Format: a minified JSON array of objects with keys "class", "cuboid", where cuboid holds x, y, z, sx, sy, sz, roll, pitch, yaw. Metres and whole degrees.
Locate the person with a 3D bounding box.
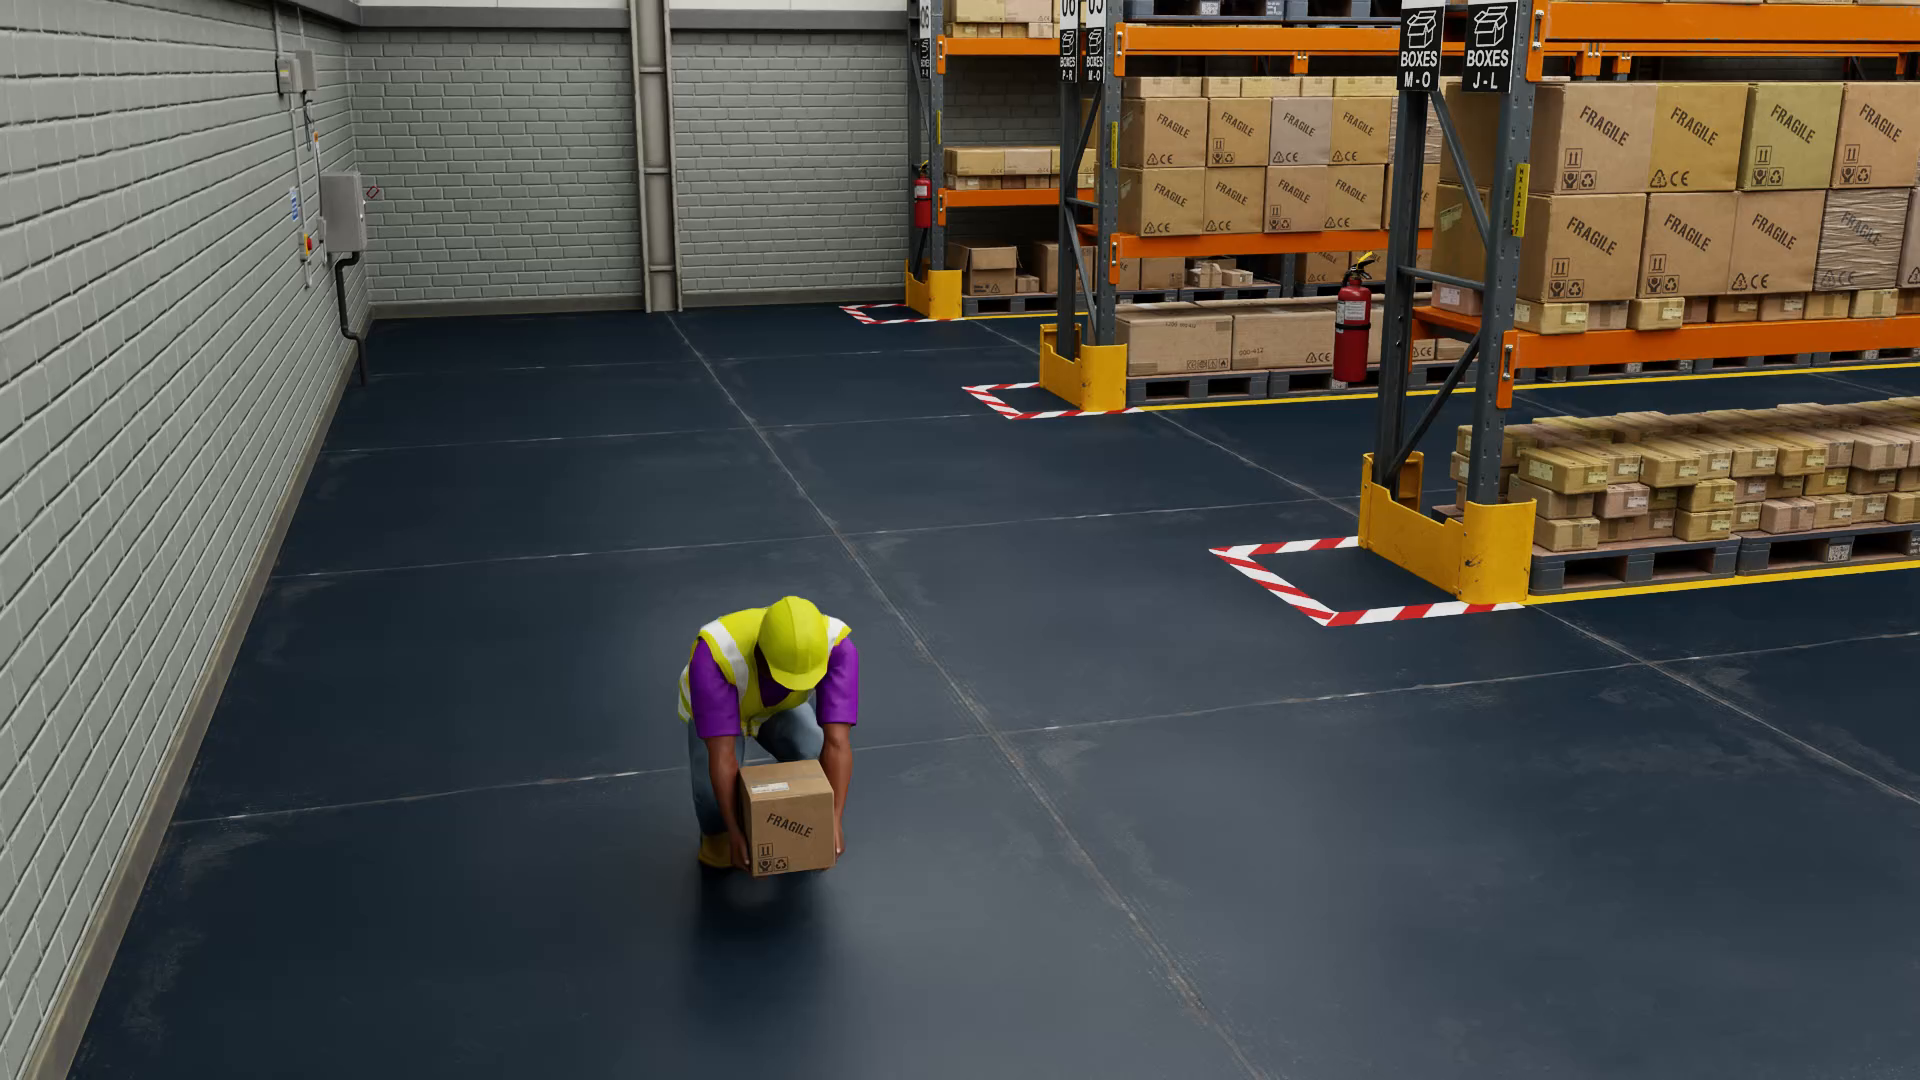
[{"class":"person","cuboid":[-0.603,0.585,5.324,0.546,1.013,0.897,-5,17,-16]}]
